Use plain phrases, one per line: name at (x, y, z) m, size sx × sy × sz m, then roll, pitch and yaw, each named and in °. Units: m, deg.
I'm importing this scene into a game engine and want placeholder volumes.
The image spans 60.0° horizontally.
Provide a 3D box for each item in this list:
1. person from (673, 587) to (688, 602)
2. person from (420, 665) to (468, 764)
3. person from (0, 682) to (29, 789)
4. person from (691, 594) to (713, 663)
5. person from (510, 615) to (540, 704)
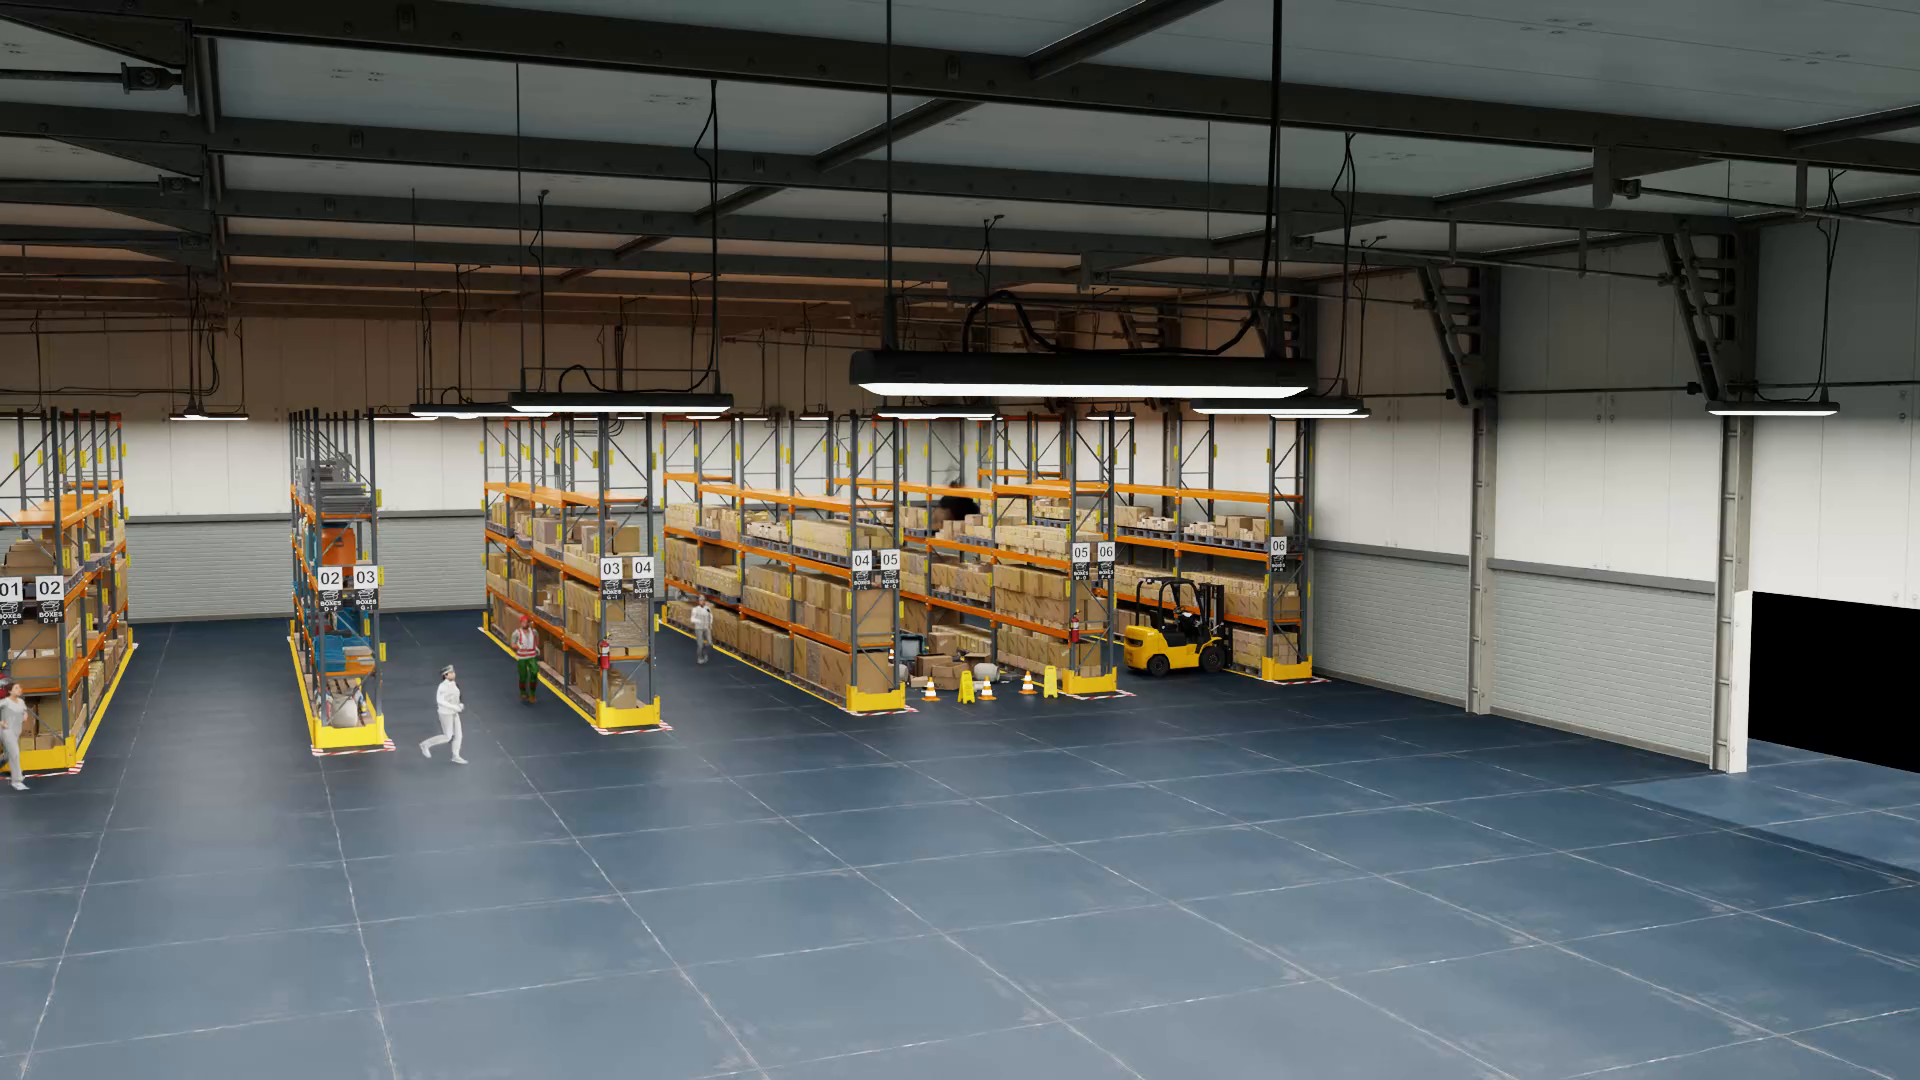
person at (-8.280, 1.410, 49.444) m, size 0.542 × 1.693 × 0.710 m, roll 1°, pitch 4°, yaw 20°
person at (-8.678, 2.935, 28.044) m, size 0.780 × 1.695 × 0.624 m, roll 0°, pitch 4°, yaw 6°
person at (-15.015, 3.074, 26.283) m, size 0.889 × 1.683 × 0.593 m, roll 1°, pitch 4°, yaw 11°
person at (-6.085, 2.119, 39.475) m, size 0.591 × 1.651 × 0.599 m, roll -2°, pitch 4°, yaw -26°
person at (-8.883, 2.451, 34.060) m, size 0.630 × 1.836 × 0.764 m, roll -2°, pitch 4°, yaw -26°
